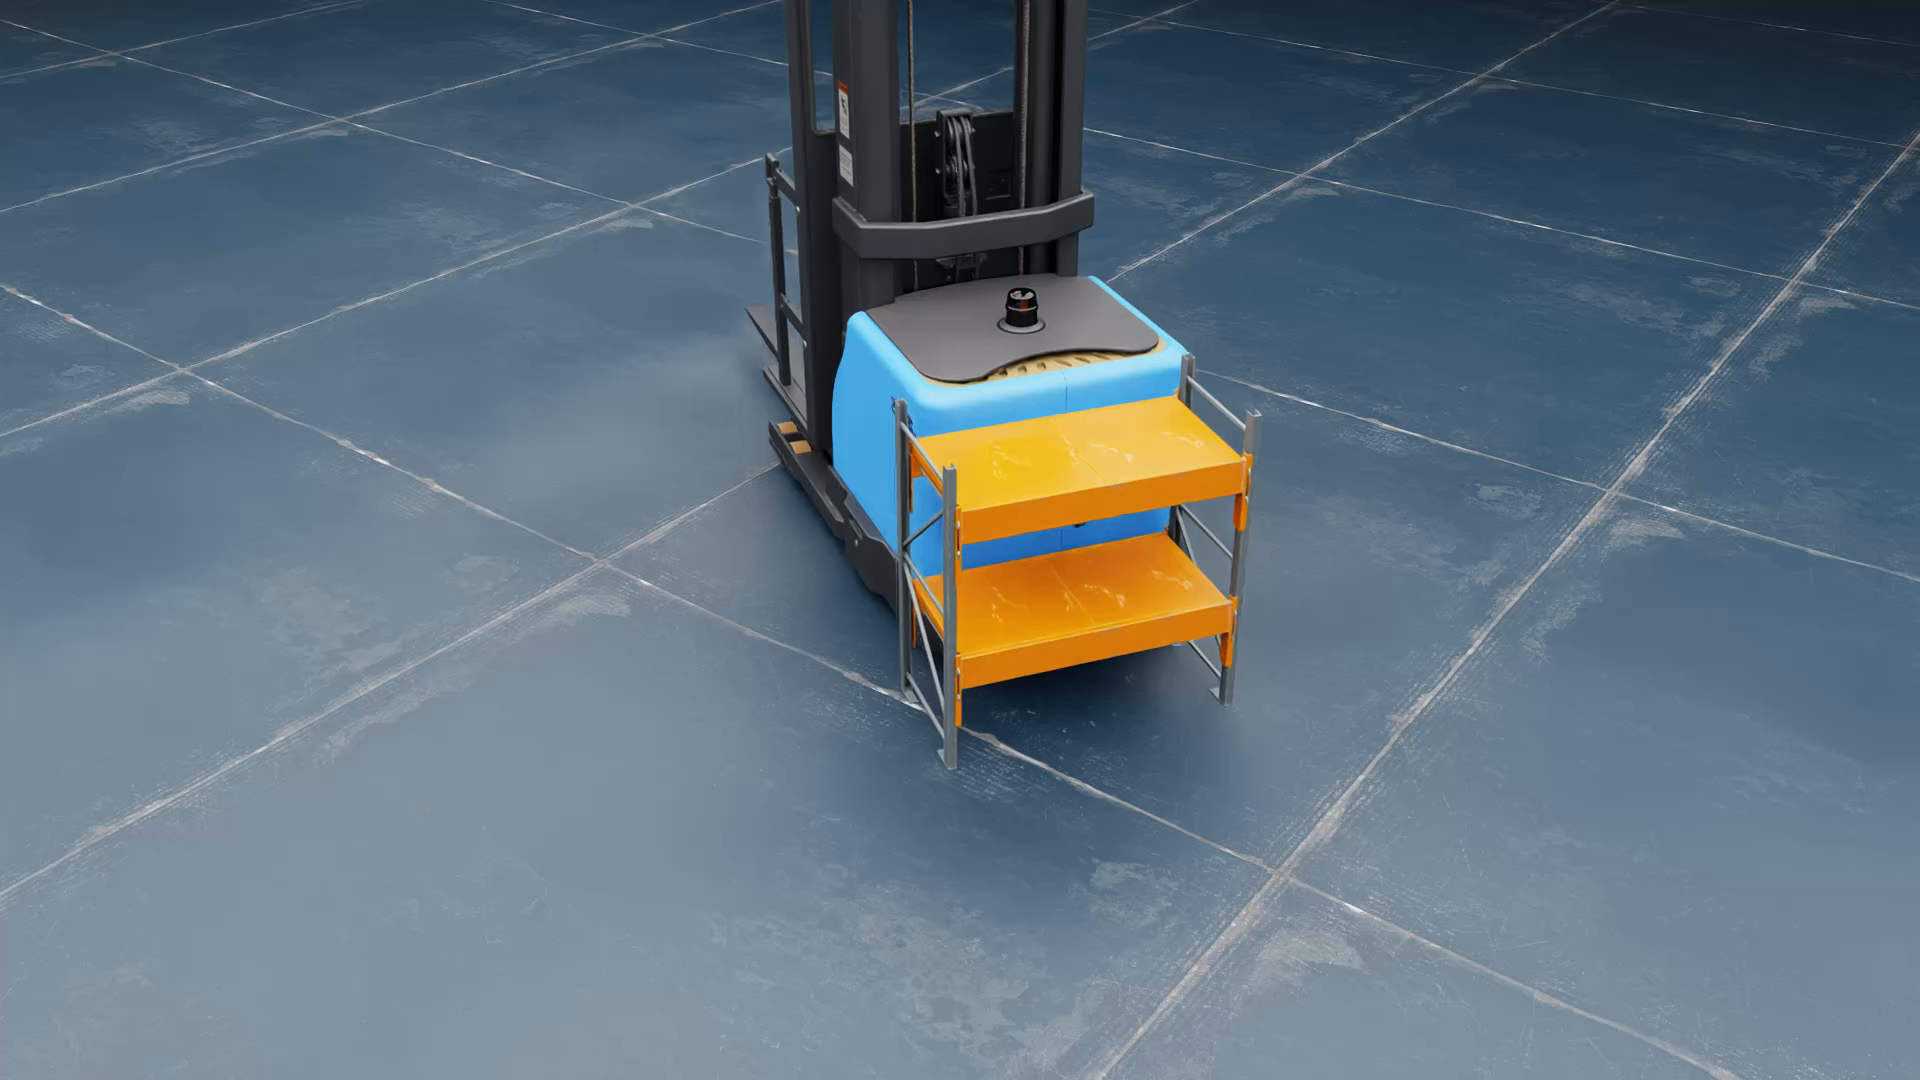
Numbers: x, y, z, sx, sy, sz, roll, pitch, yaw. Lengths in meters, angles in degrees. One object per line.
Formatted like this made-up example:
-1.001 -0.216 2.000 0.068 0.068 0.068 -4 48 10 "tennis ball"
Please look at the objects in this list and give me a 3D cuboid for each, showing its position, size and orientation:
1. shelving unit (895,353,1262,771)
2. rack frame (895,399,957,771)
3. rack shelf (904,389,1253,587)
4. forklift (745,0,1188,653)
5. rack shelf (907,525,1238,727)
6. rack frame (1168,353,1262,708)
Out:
0.368 0.065 5.536 1.048 1.125 0.538 -11 32 -17 "shelving unit"
-0.109 0.154 5.385 0.032 1.125 0.500 -11 32 -17 "rack frame"
0.368 -0.186 5.386 1.000 0.278 0.538 -11 32 -17 "rack shelf"
-0.197 -1.597 6.569 1.130 2.935 3.031 -11 33 -19 "forklift"
0.368 0.275 5.661 1.000 0.278 0.538 -11 32 -17 "rack shelf"
0.845 -0.024 5.686 0.032 1.125 0.500 -11 32 -17 "rack frame"
